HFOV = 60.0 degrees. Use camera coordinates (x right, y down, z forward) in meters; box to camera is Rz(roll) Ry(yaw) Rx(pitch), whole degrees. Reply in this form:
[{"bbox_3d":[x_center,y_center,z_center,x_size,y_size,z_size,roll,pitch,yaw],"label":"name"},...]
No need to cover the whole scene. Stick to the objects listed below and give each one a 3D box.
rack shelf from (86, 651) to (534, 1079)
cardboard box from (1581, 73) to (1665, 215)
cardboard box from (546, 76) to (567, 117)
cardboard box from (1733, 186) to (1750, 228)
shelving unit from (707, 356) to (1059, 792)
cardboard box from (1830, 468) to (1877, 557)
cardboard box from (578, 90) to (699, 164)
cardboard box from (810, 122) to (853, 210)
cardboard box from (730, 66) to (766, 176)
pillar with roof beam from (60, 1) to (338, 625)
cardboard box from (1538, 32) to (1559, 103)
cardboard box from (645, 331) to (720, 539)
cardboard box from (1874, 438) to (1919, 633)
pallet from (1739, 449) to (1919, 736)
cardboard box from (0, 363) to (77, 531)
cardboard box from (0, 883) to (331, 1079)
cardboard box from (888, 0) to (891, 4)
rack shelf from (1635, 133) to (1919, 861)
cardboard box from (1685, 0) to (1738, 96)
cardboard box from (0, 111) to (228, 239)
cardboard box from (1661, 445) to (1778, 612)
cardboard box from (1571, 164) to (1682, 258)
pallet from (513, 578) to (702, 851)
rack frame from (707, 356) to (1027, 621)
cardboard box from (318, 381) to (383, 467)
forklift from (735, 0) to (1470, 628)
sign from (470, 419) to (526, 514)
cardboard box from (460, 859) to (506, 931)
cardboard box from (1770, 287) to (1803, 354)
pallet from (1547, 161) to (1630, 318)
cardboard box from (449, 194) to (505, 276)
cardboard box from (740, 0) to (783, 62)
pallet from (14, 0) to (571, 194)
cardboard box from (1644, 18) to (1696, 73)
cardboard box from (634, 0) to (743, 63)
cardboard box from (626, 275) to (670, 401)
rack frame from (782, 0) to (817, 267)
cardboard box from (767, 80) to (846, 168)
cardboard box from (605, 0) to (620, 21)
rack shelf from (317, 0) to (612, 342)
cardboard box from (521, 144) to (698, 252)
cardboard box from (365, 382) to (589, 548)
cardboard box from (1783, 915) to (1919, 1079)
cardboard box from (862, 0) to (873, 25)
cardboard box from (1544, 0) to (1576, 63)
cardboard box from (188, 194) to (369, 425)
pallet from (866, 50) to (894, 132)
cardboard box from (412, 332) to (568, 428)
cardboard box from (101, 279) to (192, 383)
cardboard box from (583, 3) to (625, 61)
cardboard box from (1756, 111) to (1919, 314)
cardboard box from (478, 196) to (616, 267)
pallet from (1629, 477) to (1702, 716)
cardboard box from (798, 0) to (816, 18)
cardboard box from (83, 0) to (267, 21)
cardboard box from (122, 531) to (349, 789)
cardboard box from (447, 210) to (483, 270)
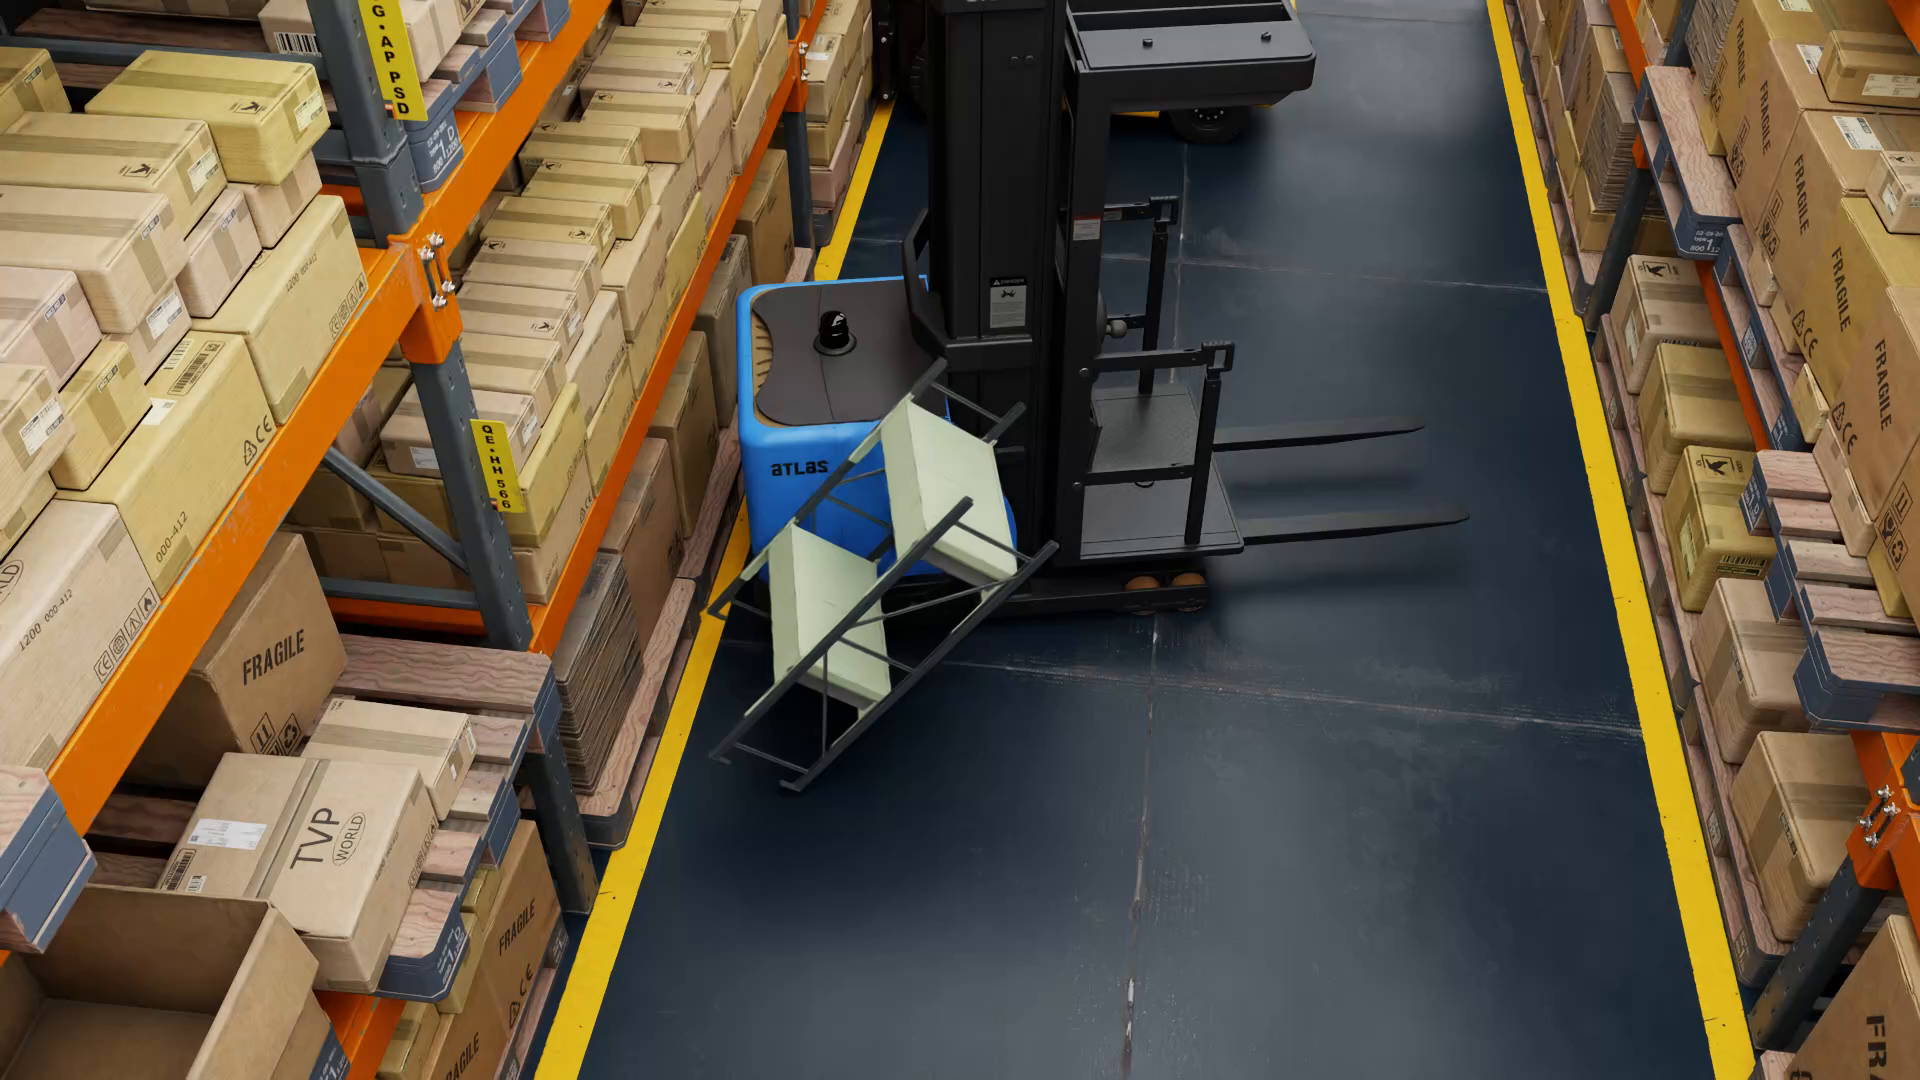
[{"bbox_3d":[-2.059,1.776,3.738,1.077,0.370,4.000,5,44,6],"label":"rack shelf"},{"bbox_3d":[3.467,-1.980,8.330,0.500,0.500,0.500,5,44,5],"label":"cardboard box"},{"bbox_3d":[-1.746,-1.762,6.407,0.380,0.149,0.250,5,44,5],"label":"cardboard box"},{"bbox_3d":[3.189,-1.298,6.339,0.380,0.149,0.250,6,44,6],"label":"cardboard box"},{"bbox_3d":[-0.336,0.151,6.045,0.431,1.500,0.755,27,34,-30],"label":"shelving unit"},{"bbox_3d":[2.888,-0.071,5.042,0.380,0.149,0.250,5,44,5],"label":"cardboard box"},{"bbox_3d":[-1.189,-1.532,6.164,0.380,0.149,0.250,4,44,4],"label":"cardboard box"},{"bbox_3d":[-0.874,-2.028,8.927,0.500,0.250,0.500,6,44,6],"label":"cardboard box"},{"bbox_3d":[-1.134,-1.809,7.111,0.500,0.250,0.500,5,44,5],"label":"cardboard box"},{"bbox_3d":[1.751,-2.606,3.479,9.100,9.000,0.400,5,44,6],"label":"pillar with roof beam"},{"bbox_3d":[3.668,-2.761,9.701,0.500,0.250,0.500,8,44,8],"label":"cardboard box"},{"bbox_3d":[-1.531,-0.467,7.006,0.875,0.625,0.625,4,44,4],"label":"cardboard box"},{"bbox_3d":[2.910,-0.031,4.529,0.500,0.500,0.500,4,44,4],"label":"cardboard box"},{"bbox_3d":[3.114,0.175,5.046,1.213,0.211,1.003,5,44,6],"label":"pallet"},{"bbox_3d":[-1.688,-0.162,2.683,0.380,0.149,0.250,4,44,5],"label":"cardboard box"},{"bbox_3d":[-1.827,1.091,3.558,0.797,0.503,0.637,4,44,5],"label":"cardboard box"},{"bbox_3d":[-0.686,-3.241,9.844,0.500,0.250,0.500,5,44,5],"label":"cardboard box"},{"bbox_3d":[3.390,-0.501,6.143,1.077,0.370,4.000,5,44,6],"label":"rack shelf"},{"bbox_3d":[3.308,-2.129,6.745,0.500,0.500,0.500,6,44,7],"label":"cardboard box"},{"bbox_3d":[-1.687,-0.705,3.256,0.380,0.149,0.250,4,44,4],"label":"cardboard box"},{"bbox_3d":[3.406,-0.002,6.698,0.950,0.372,0.625,7,44,7],"label":"cardboard box"},{"bbox_3d":[3.466,-1.707,8.588,0.500,0.250,0.500,7,44,7],"label":"cardboard box"},{"bbox_3d":[-1.647,0.607,6.478,1.003,0.211,1.213,5,44,6],"label":"pallet"},{"bbox_3d":[-0.379,-0.101,6.307,0.400,1.500,0.023,27,34,-30],"label":"rack frame"},{"bbox_3d":[-1.952,-0.360,4.926,0.380,0.149,0.250,7,44,7],"label":"cardboard box"},{"bbox_3d":[0.622,-1.111,6.314,3.031,2.935,1.130,-4,44,-5],"label":"forklift"},{"bbox_3d":[-1.256,-0.197,4.514,0.100,0.325,0.005,5,44,6],"label":"sign"},{"bbox_3d":[-1.609,1.031,5.042,0.380,0.149,0.250,3,44,3],"label":"cardboard box"},{"bbox_3d":[3.062,-0.769,5.780,0.380,0.149,0.250,4,44,4],"label":"cardboard box"},{"bbox_3d":[3.708,-1.574,8.781,1.003,0.211,1.213,5,44,6],"label":"pallet"},{"bbox_3d":[-1.876,-0.996,5.888,0.500,0.250,0.500,5,44,5],"label":"cardboard box"},{"bbox_3d":[-1.078,-2.343,7.311,0.500,0.250,0.500,4,44,5],"label":"cardboard box"},{"bbox_3d":[-1.794,-1.339,4.461,1.213,0.211,1.003,7,44,7],"label":"pallet"},{"bbox_3d":[3.395,-2.281,7.682,0.380,0.149,0.250,5,44,5],"label":"cardboard box"},{"bbox_3d":[-1.095,-2.062,6.724,0.380,0.149,0.250,4,44,4],"label":"cardboard box"},{"bbox_3d":[-1.361,-0.768,6.011,0.500,0.250,0.500,4,44,4],"label":"cardboard box"},{"bbox_3d":[-1.266,-2.574,7.809,1.000,3.000,0.127,5,44,6],"label":"rack frame"},{"bbox_3d":[-0.896,-2.211,8.757,0.500,0.250,0.500,5,44,5],"label":"cardboard box"},{"bbox_3d":[-1.646,-2.278,6.952,0.380,0.149,0.250,5,44,5],"label":"cardboard box"},{"bbox_3d":[-1.530,-2.039,5.586,1.077,0.370,4.000,5,44,6],"label":"rack shelf"},{"bbox_3d":[-1.297,-1.302,6.211,0.500,0.250,0.500,6,44,6],"label":"cardboard box"},{"bbox_3d":[-1.469,-0.253,5.103,0.500,0.250,0.500,5,44,5],"label":"cardboard box"},{"bbox_3d":[2.952,1.683,4.553,0.875,0.875,0.875,5,44,5],"label":"cardboard box"},{"bbox_3d":[-0.759,-3.080,9.311,0.500,0.250,0.500,7,44,7],"label":"cardboard box"},{"bbox_3d":[3.661,-3.039,9.449,0.500,0.500,0.500,6,44,6],"label":"cardboard box"},{"bbox_3d":[-1.622,-0.511,3.558,0.500,0.250,0.500,4,44,4],"label":"cardboard box"},{"bbox_3d":[-0.961,-2.934,10.217,1.003,0.211,1.213,5,44,6],"label":"pallet"},{"bbox_3d":[-1.427,-0.493,5.066,0.380,0.149,0.250,6,44,6],"label":"cardboard box"},{"bbox_3d":[-1.717,-0.413,3.164,0.380,0.149,0.250,6,44,6],"label":"cardboard box"},{"bbox_3d":[-1.664,-2.037,6.988,0.500,0.250,0.500,5,44,5],"label":"cardboard box"},{"bbox_3d":[3.107,-1.101,5.659,0.500,0.500,0.500,4,44,4],"label":"cardboard box"},{"bbox_3d":[-1.393,-1.023,5.627,0.380,0.149,0.250,6,44,6],"label":"cardboard box"},{"bbox_3d":[3.394,0.251,6.853,1.003,0.211,1.213,5,44,6],"label":"pallet"},{"bbox_3d":[-0.949,-2.889,8.069,0.500,0.500,0.500,4,44,4],"label":"cardboard box"},{"bbox_3d":[-1.953,-1.589,4.318,0.500,0.250,0.500,5,44,6],"label":"cardboard box"},{"bbox_3d":[-2.018,0.300,4.396,0.500,0.500,0.500,7,44,7],"label":"cardboard box"},{"bbox_3d":[-1.859,-1.064,5.670,0.380,0.149,0.250,5,44,5],"label":"cardboard box"}]
